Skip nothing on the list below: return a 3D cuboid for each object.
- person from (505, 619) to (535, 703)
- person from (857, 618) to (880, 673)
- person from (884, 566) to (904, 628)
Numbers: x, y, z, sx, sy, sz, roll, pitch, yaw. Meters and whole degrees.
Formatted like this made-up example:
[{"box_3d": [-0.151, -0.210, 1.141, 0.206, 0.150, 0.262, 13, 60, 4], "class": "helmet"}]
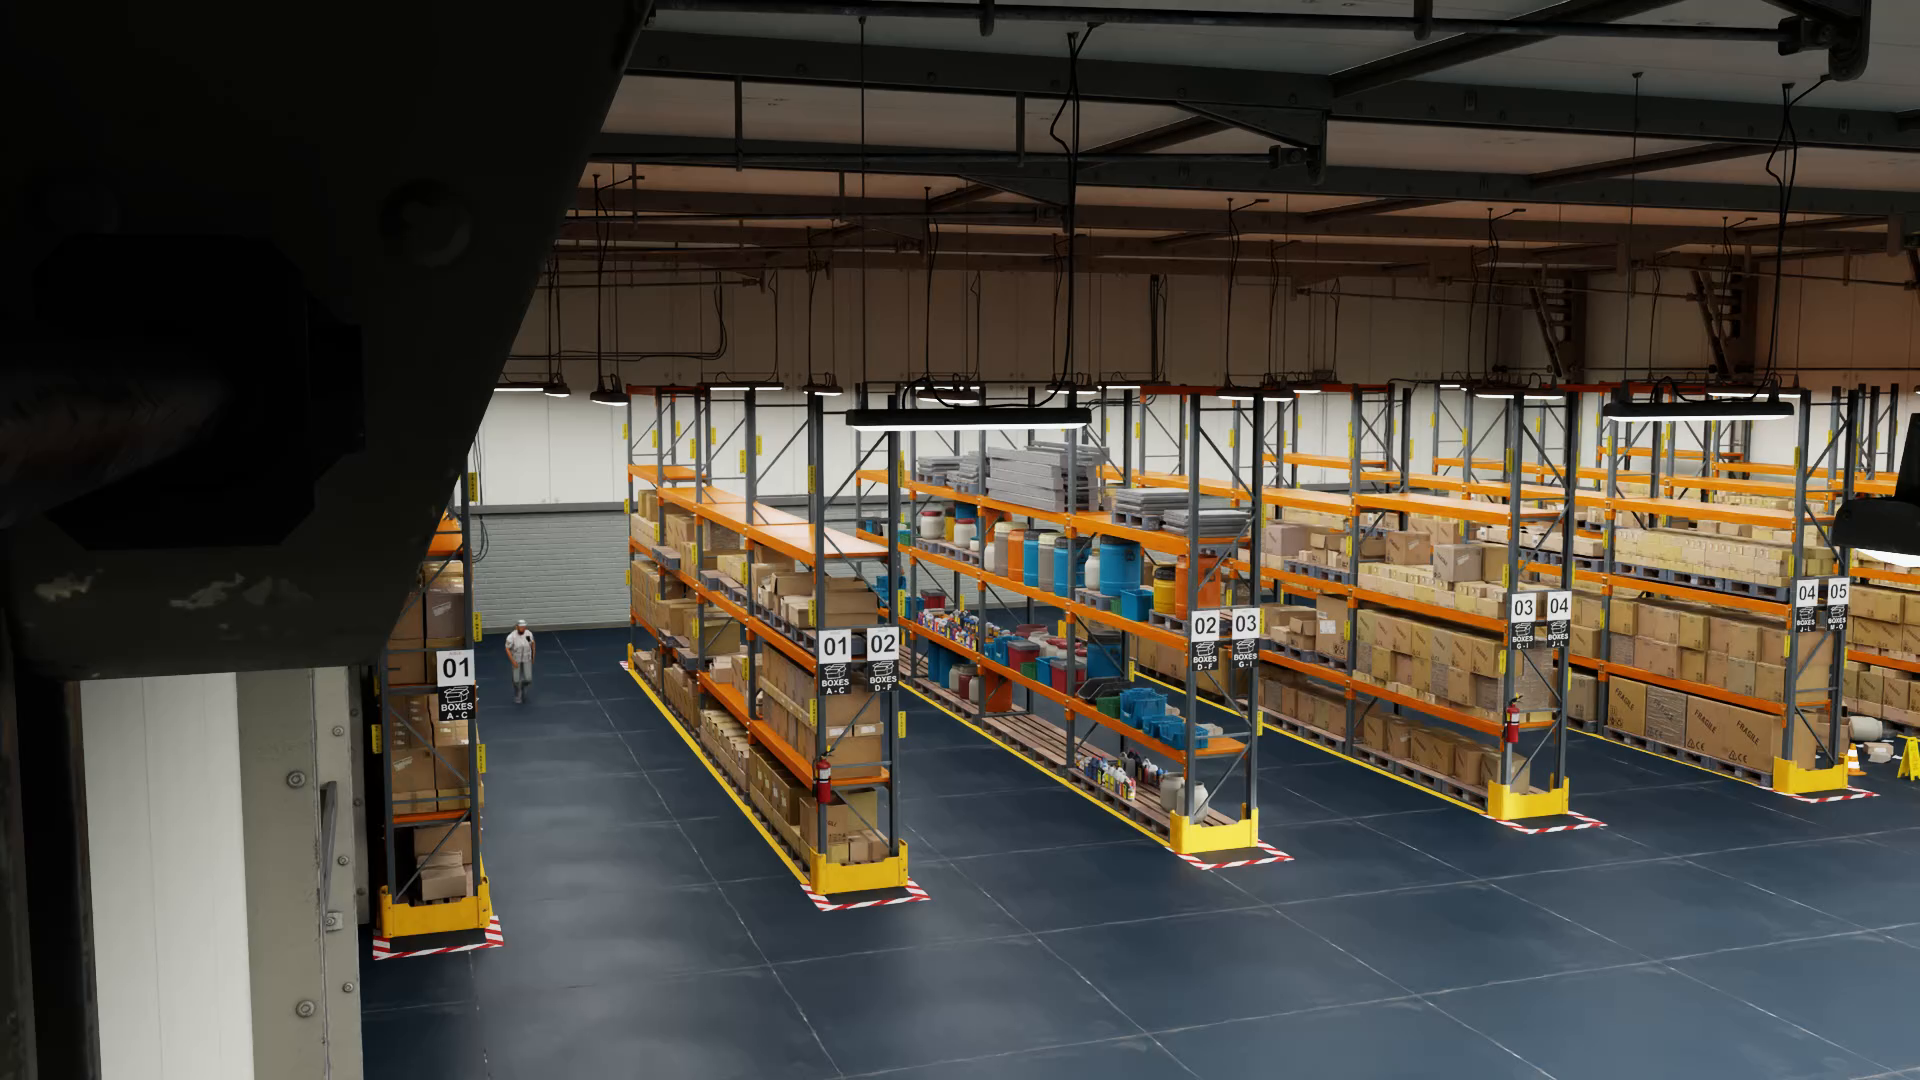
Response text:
[{"box_3d": [-8.343, 2.290, 31.568, 0.566, 1.613, 0.585, -2, 6, -21], "class": "person"}, {"box_3d": [-1.825, 2.103, 32.473, 0.595, 1.727, 1.132, -1, 6, -8], "class": "person"}, {"box_3d": [-1.365, 1.403, 39.792, 0.944, 1.605, 0.471, 0, 6, 3], "class": "person"}]
